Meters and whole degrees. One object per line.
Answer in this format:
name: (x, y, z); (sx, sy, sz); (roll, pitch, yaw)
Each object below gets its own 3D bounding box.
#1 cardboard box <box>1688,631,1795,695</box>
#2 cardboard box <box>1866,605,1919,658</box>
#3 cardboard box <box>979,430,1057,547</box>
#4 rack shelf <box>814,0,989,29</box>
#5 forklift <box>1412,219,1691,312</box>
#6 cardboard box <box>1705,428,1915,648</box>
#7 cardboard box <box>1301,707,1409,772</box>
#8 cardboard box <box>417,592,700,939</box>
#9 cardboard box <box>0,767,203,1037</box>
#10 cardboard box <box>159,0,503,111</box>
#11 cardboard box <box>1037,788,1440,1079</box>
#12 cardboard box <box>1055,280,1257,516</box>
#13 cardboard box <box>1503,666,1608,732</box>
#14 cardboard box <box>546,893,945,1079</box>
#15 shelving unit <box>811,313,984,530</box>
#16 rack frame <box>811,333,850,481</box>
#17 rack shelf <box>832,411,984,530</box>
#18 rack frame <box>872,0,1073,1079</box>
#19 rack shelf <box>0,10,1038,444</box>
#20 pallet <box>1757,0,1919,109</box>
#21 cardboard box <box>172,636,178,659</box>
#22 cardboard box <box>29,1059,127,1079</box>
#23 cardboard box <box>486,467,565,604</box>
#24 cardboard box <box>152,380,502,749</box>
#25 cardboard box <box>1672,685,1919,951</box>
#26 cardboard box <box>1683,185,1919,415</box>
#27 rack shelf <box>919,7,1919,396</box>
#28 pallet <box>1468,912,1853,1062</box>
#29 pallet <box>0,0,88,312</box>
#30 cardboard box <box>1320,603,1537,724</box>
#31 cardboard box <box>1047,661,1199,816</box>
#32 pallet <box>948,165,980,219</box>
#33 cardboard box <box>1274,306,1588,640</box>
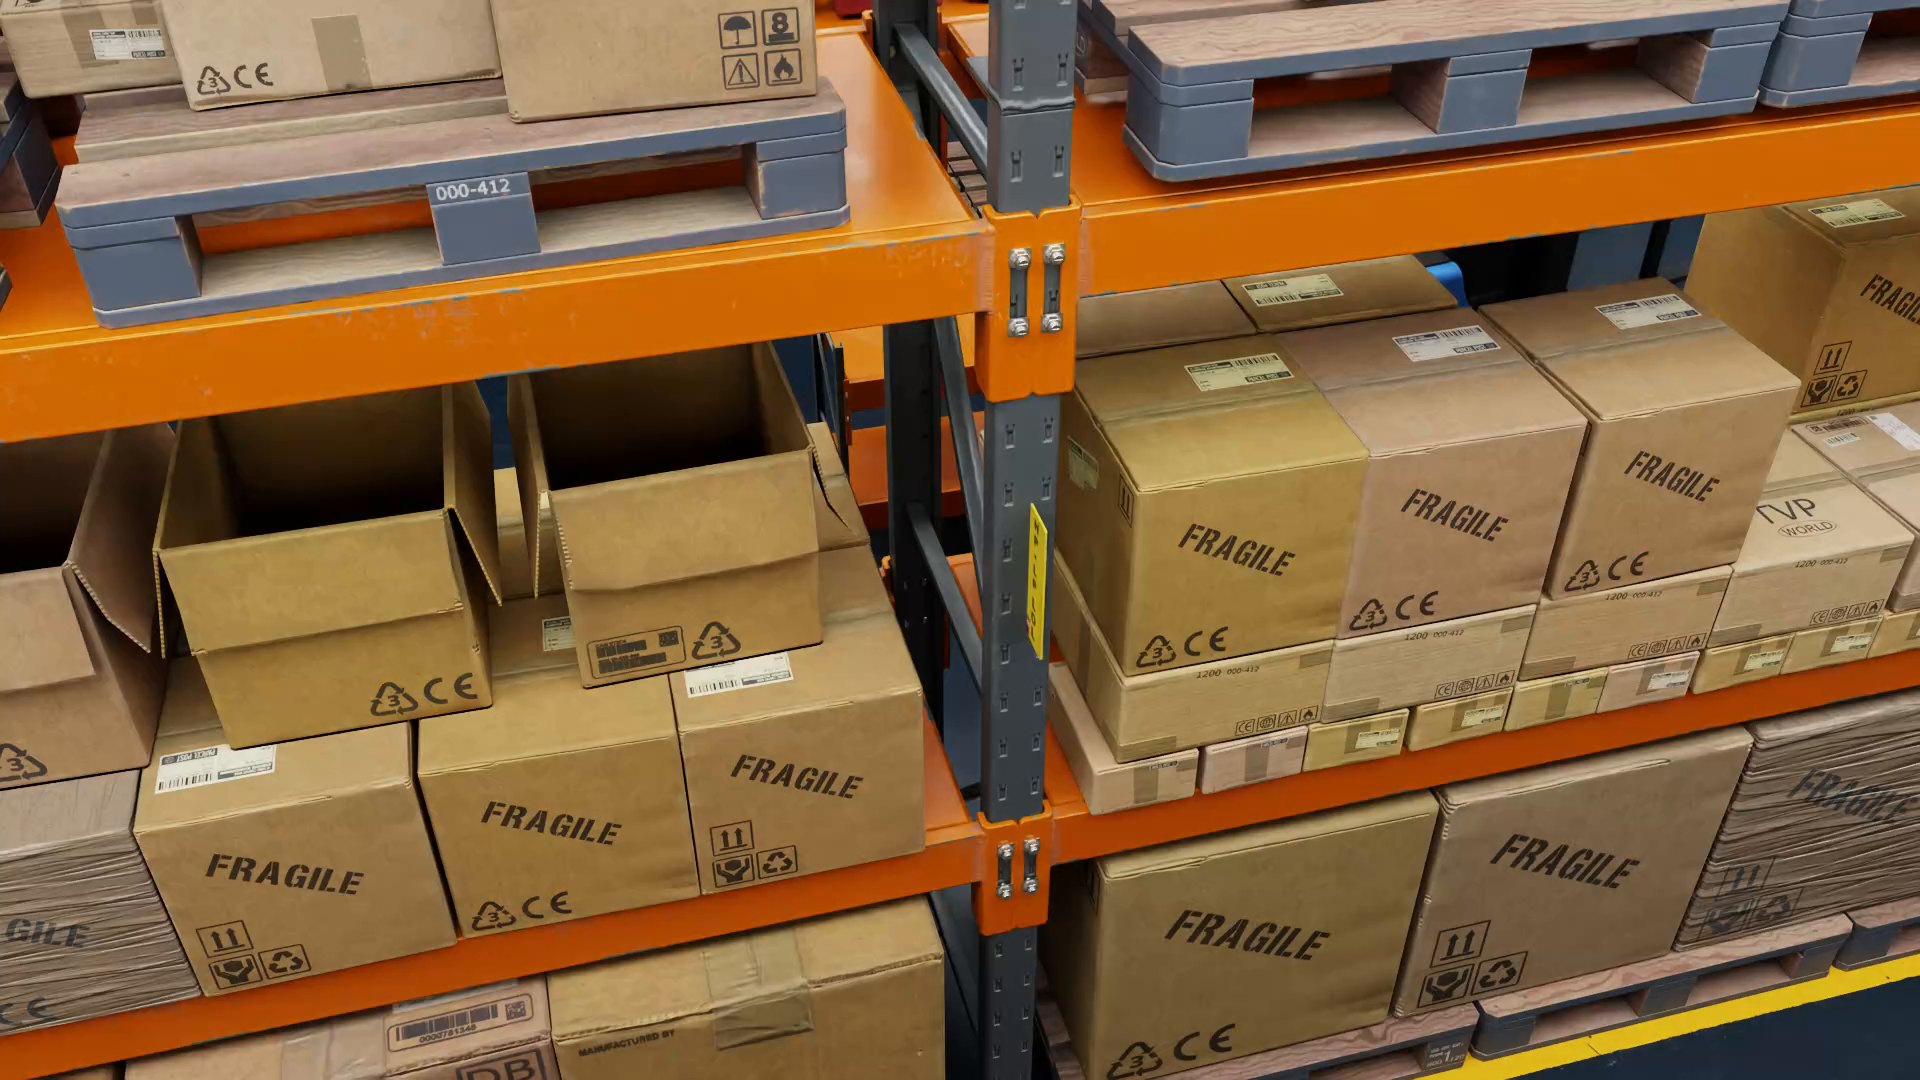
cardboard box: (1.876, 0.196, 4.232); (0.250, 0.149, 0.380); (-10, 39, -13)
cardboard box: (2.367, 0.115, 4.337); (0.250, 0.149, 0.380); (-9, 38, -12)
cardboard box: (0.357, -0.087, 4.273); (0.500, 0.250, 0.500); (-10, 39, -13)
rack shelf: (0.639, -2.741, 8.456); (4.000, 0.370, 1.077); (-9, 38, -12)
forklift: (2.378, -1.804, 6.696); (3.031, 2.935, 1.130); (-14, 40, -18)
cardboard box: (1.979, -0.018, 4.184); (0.500, 0.250, 0.500); (-9, 38, -12)
cardboard box: (0.879, 0.360, 4.017); (0.250, 0.149, 0.380); (-8, 38, -10)
cardboard box: (-0.861, 0.465, 3.592); (0.500, 0.500, 0.500); (-8, 38, -11)
cardboard box: (-1.848, 0.628, 3.378); (0.500, 0.500, 0.500); (-9, 38, -12)
cardboard box: (-1.083, -1.006, 2.855); (0.500, 0.311, 0.500); (-11, 39, -13)
cardboard box: (0.657, 0.815, 4.619); (0.875, 0.875, 0.875); (-9, 38, -12)
cardboard box: (0.373, -0.390, 4.053); (0.500, 0.500, 0.500); (-8, 38, -11)
cardboard box: (1.380, 0.277, 4.126); (0.250, 0.149, 0.380); (-10, 39, -13)
cardboard box: (-0.613, 0.986, 4.395); (0.875, 0.875, 1.225); (-9, 38, -12)
shelving unit: (0.007, -0.448, 6.410); (1.048, 1.125, 0.538); (-9, 38, -12)
rack frame: (-0.484, -0.367, 6.304); (0.032, 1.125, 0.500); (-9, 38, -12)
rack shelf: (0.007, -0.254, 6.558); (1.000, 0.278, 0.538); (-9, 38, -12)
rack frame: (-0.001, 0.196, 4.025); (0.127, 3.000, 1.000); (-9, 38, -12)
rack shelf: (-1.932, -0.393, 2.918); (4.000, 0.370, 1.077); (-9, 38, -12)
pallet: (1.967, -1.275, 3.552); (1.213, 0.211, 1.003); (-9, 38, -12)
cardboard box: (-1.976, 0.326, 3.772); (0.500, 0.500, 0.500); (-9, 38, -11)
cardboard box: (-2.328, 1.273, 4.021); (0.875, 0.875, 1.225); (-9, 38, -12)
cardboard box: (-0.995, 0.162, 3.987); (0.500, 0.500, 0.500); (-9, 38, -12)
cardboard box: (-1.281, -0.035, 3.418); (0.637, 0.503, 0.797); (-9, 38, -11)
cardboard box: (2.385, 0.532, 4.989); (0.875, 0.875, 0.875); (-9, 38, -12)
cardboard box: (2.346, -0.712, 4.473); (0.500, 0.500, 0.500); (-10, 39, -13)
rack shelf: (1.930, -1.027, 3.747); (4.000, 0.370, 1.077); (-9, 38, -12)
pallet: (1.934, 1.033, 5.226); (1.213, 0.211, 1.003); (-9, 38, -12)
pallet: (-2.176, -0.599, 2.751); (1.213, 0.211, 1.003); (-8, 38, -10)
cardboard box: (1.003, 0.140, 3.976); (0.500, 0.250, 0.500); (-9, 38, -12)
cardboard box: (0.372, 0.444, 3.908); (0.250, 0.149, 0.380); (-9, 38, -12)
pallet: (-0.592, -1.741, 8.852); (1.213, 0.211, 1.003); (-9, 38, -12)
cardboard box: (1.006, -0.160, 3.752); (0.500, 0.500, 0.500); (-9, 38, -12)
